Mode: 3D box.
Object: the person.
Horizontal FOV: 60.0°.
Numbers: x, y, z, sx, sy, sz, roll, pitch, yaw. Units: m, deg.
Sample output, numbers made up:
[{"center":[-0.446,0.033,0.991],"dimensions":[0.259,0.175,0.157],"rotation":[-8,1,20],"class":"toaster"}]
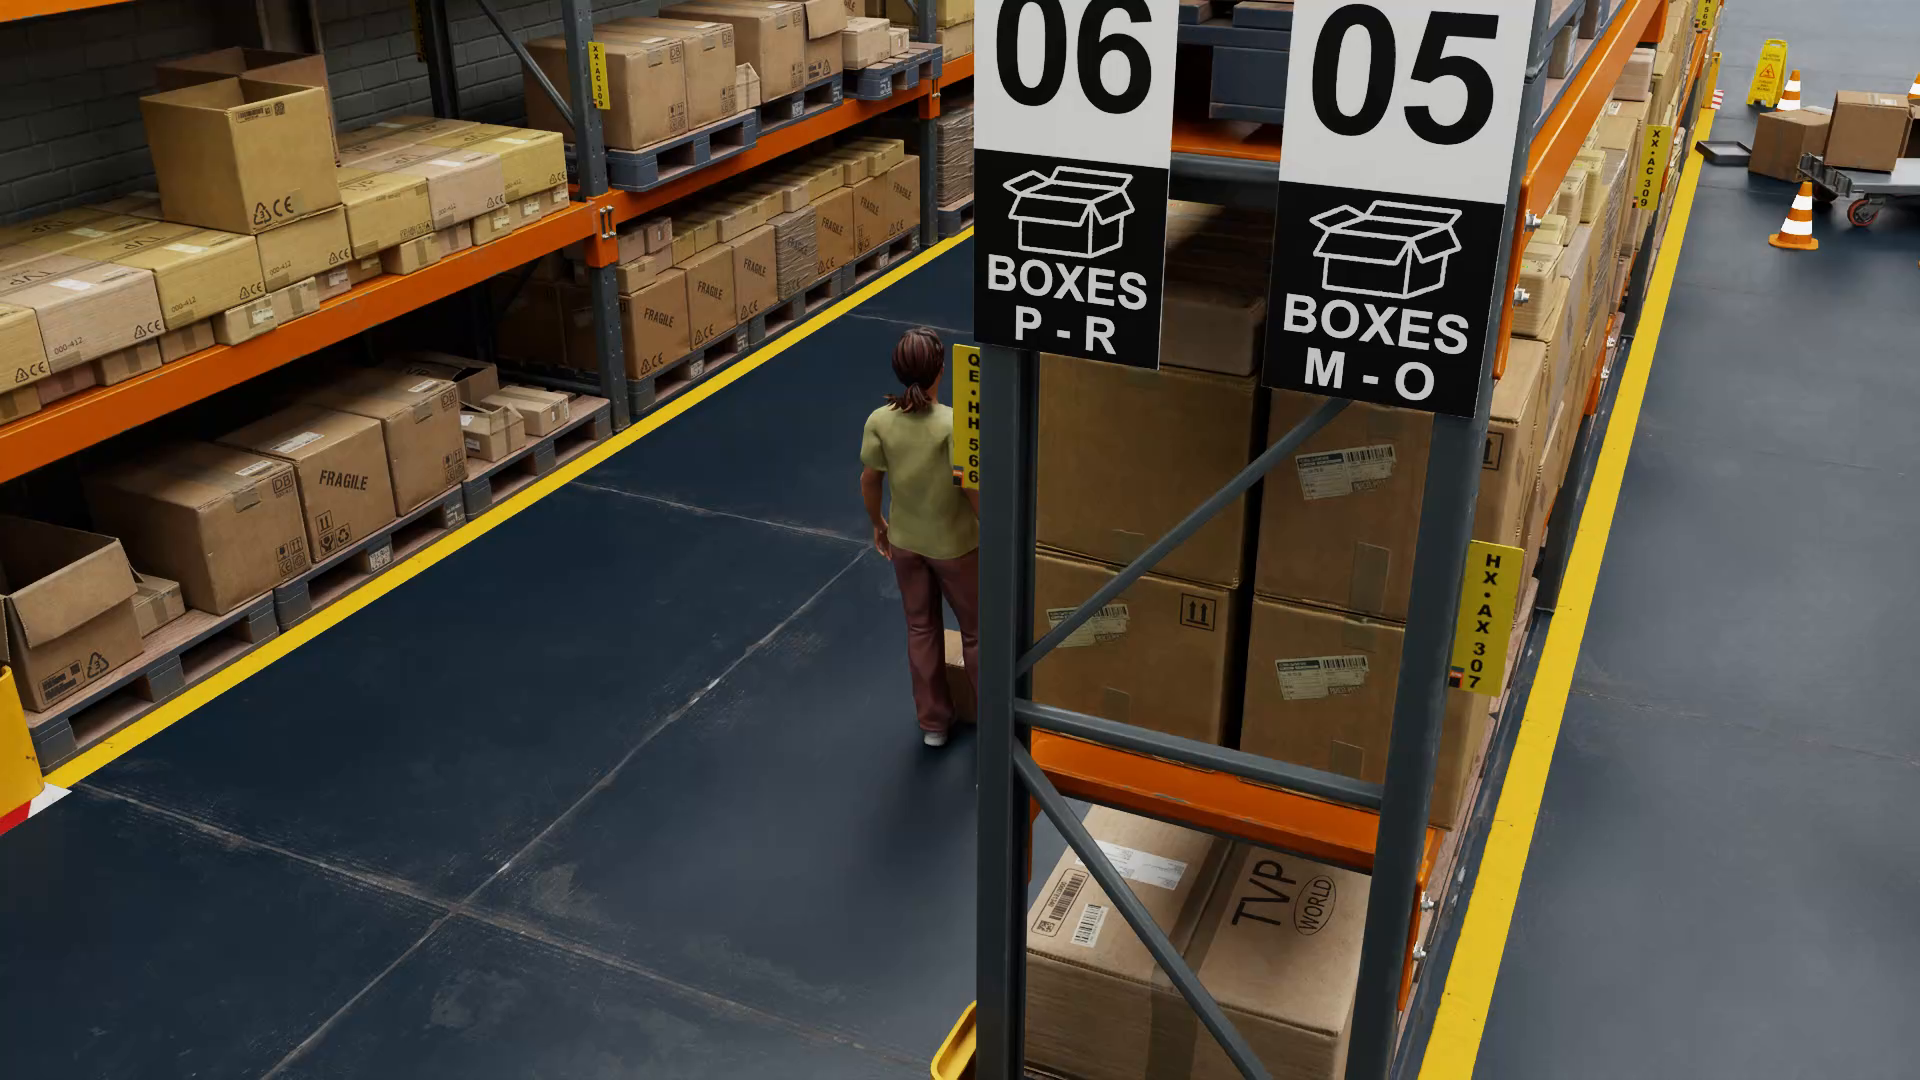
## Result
[{"center":[-0.053,-0.010,6.115],"dimensions":[0.553,1.675,0.549],"rotation":[11,28,22],"class":"person"}]
